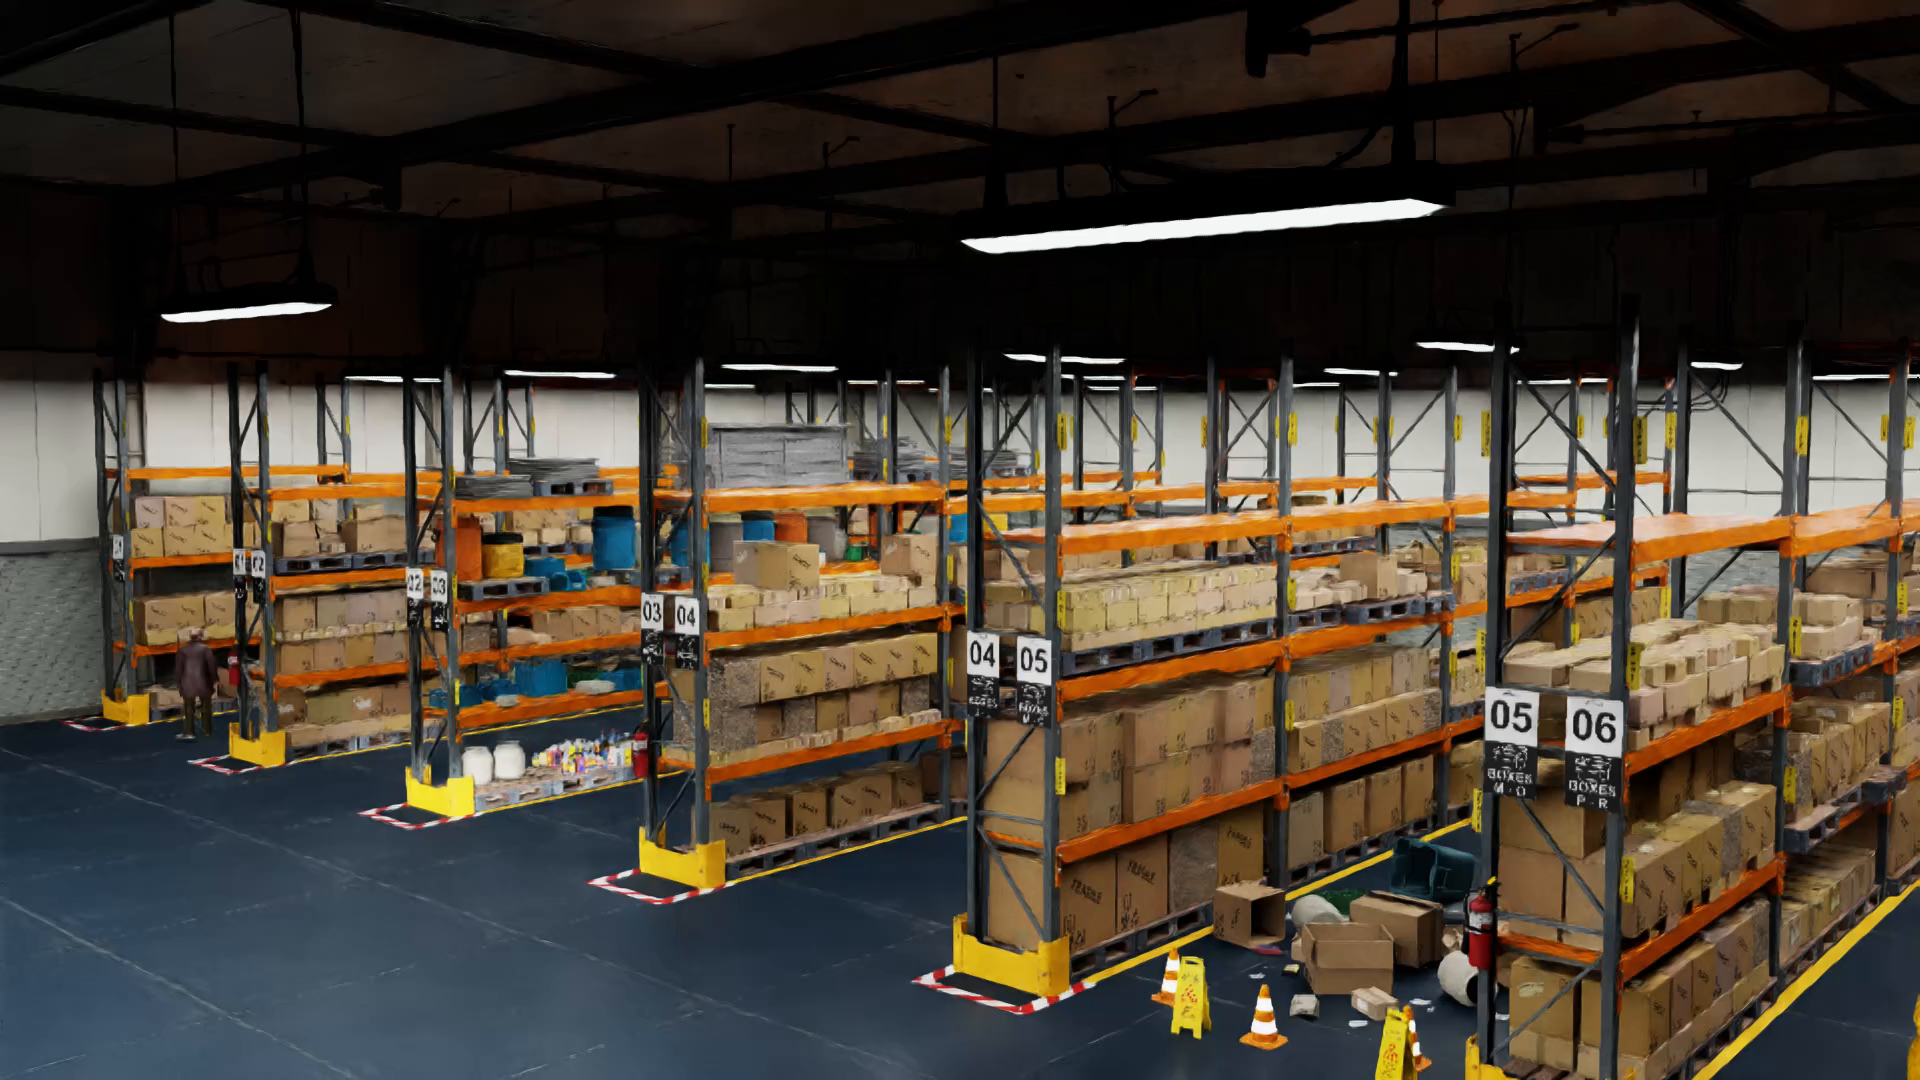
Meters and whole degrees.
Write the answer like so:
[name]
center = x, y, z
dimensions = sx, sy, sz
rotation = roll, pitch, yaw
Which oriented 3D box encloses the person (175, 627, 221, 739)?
[person]
center = -12.304, 2.330, 26.844
dimensions = 0.678, 1.683, 0.624
rotation = -2, 4, -20
